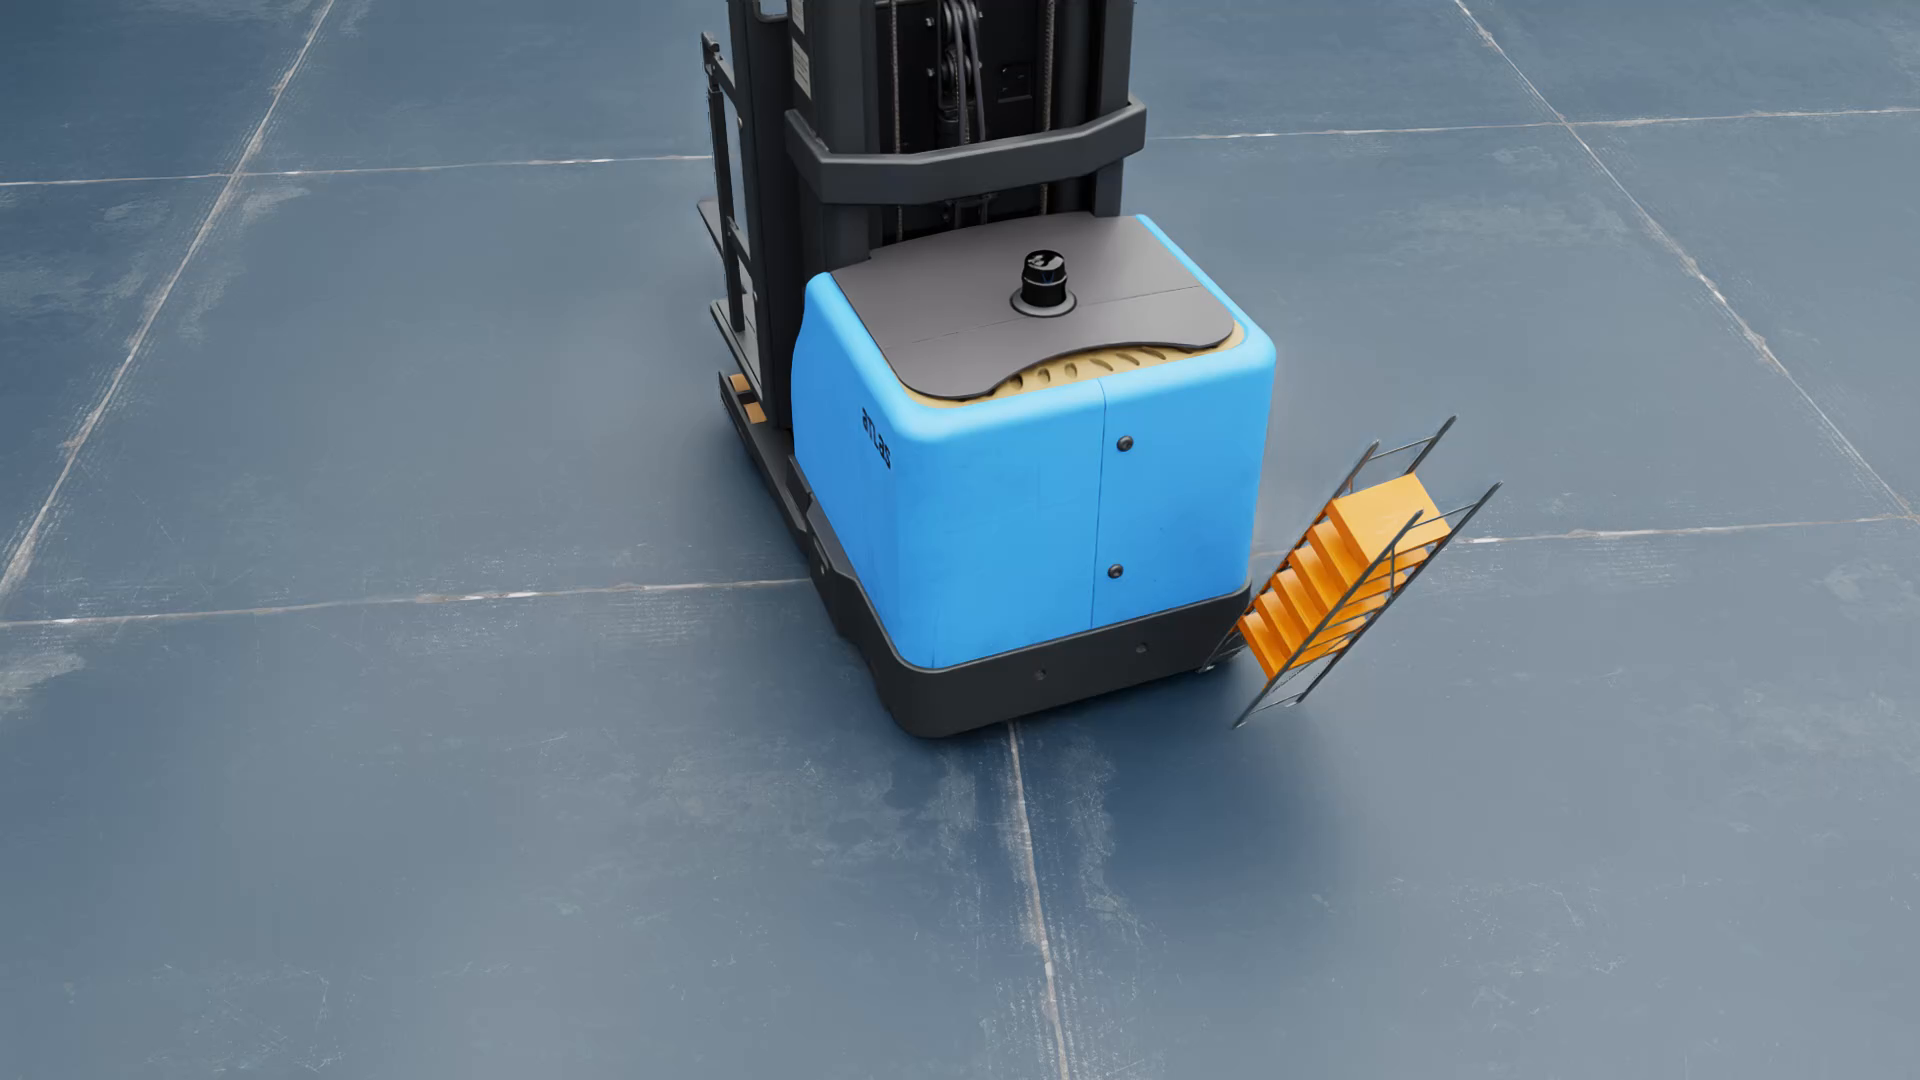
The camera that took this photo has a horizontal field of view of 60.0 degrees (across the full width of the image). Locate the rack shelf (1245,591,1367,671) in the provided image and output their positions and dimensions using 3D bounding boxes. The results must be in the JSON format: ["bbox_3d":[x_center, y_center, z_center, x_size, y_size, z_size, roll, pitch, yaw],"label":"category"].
[{"bbox_3d":[0.897,0.201,4.290,0.258,0.103,0.180,-18,66,-22],"label":"rack shelf"}]

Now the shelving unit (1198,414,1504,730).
[{"bbox_3d":[0.929,0.121,4.150,0.258,1.200,0.189,-18,66,-22],"label":"shelving unit"}]

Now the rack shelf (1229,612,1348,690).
[{"bbox_3d":[0.873,0.259,4.393,0.258,0.103,0.180,-18,66,-22],"label":"rack shelf"}]

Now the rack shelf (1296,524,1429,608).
[{"bbox_3d":[0.968,0.027,3.984,0.258,0.103,0.180,-18,66,-22],"label":"rack shelf"}]

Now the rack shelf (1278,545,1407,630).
[{"bbox_3d":[0.944,0.085,4.086,0.258,0.103,0.180,-18,66,-22],"label":"rack shelf"}]

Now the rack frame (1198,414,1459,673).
[{"bbox_3d":[0.890,0.046,4.184,0.240,1.200,0.006,-18,66,-22],"label":"rack frame"}]

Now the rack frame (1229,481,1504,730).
[{"bbox_3d":[0.968,0.197,4.116,0.240,1.200,0.006,-18,66,-22],"label":"rack frame"}]

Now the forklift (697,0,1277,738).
[{"bbox_3d":[-0.187,-1.501,4.857,1.129,2.843,3.031,-13,40,-16],"label":"forklift"}]

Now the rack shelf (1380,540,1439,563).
[{"bbox_3d":[0.995,-0.041,3.864,0.199,0.020,0.166,-18,66,-22],"label":"rack shelf"}]
